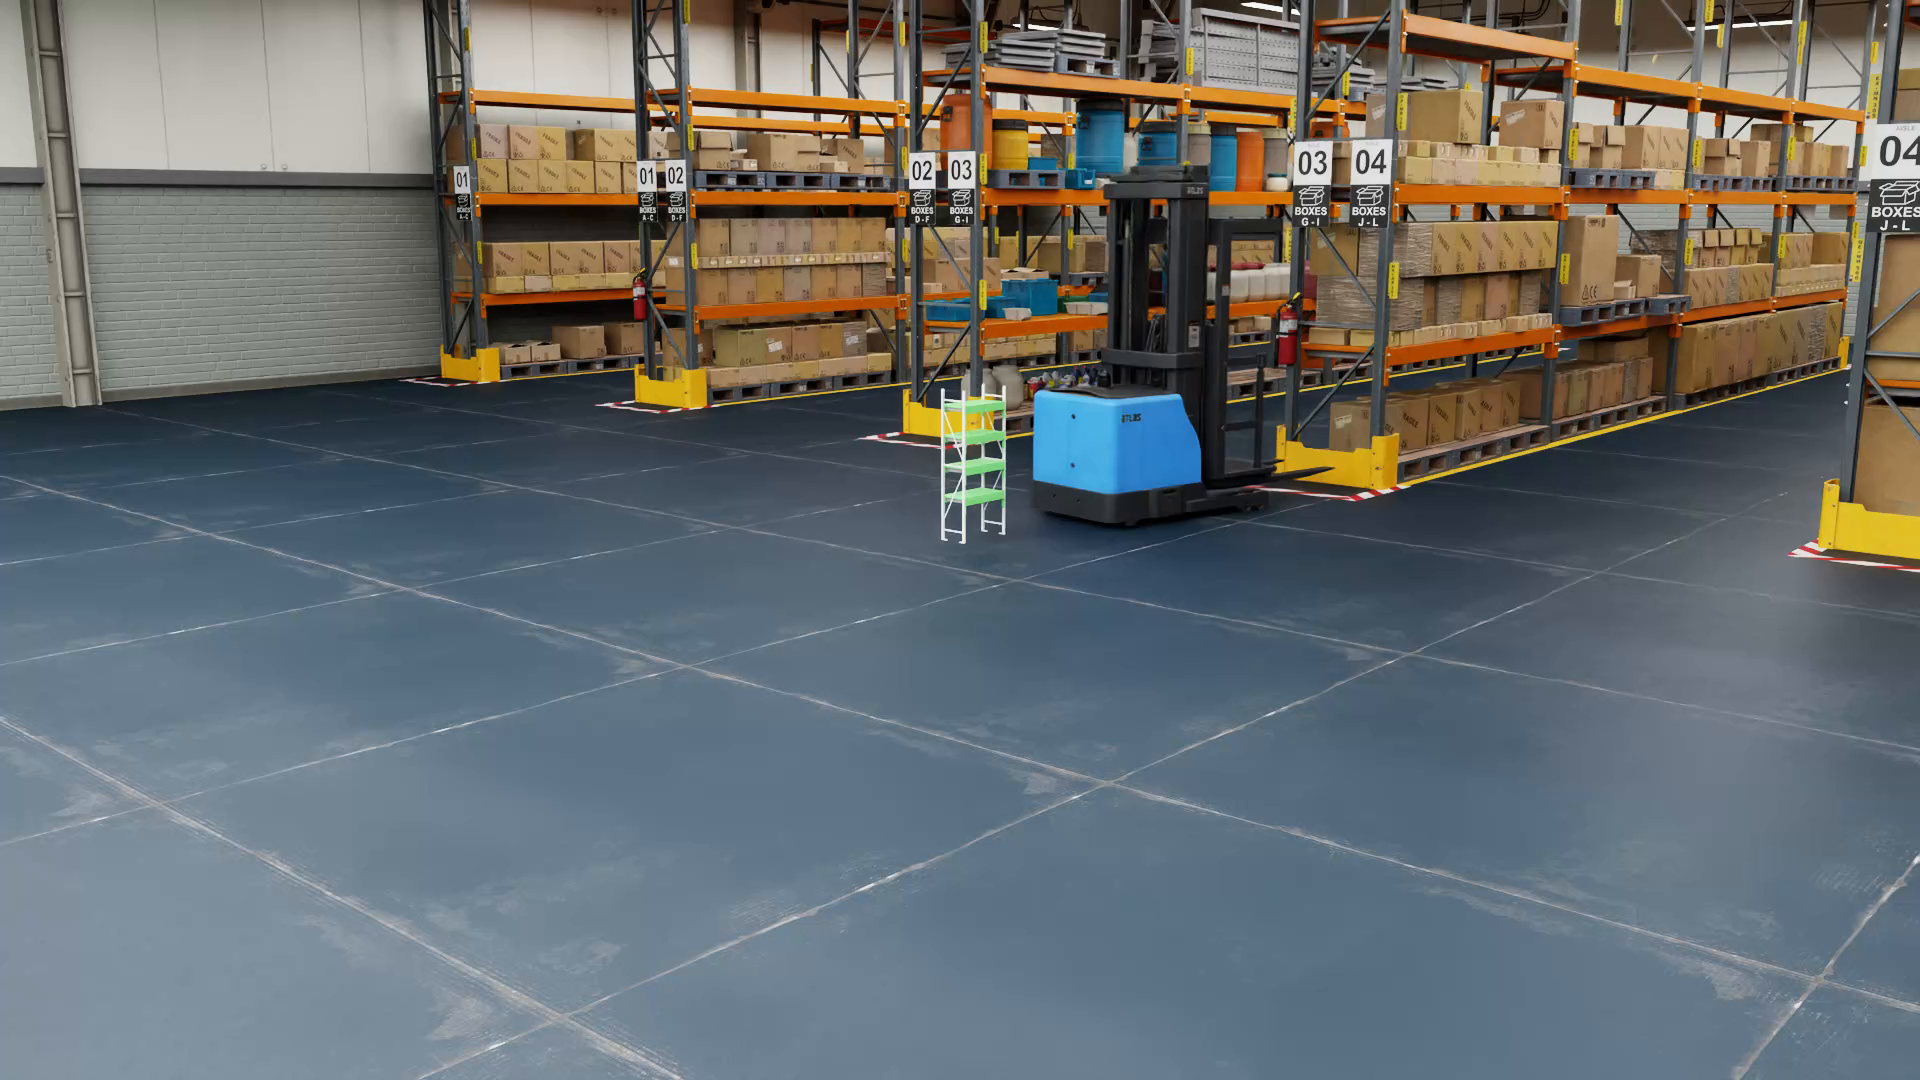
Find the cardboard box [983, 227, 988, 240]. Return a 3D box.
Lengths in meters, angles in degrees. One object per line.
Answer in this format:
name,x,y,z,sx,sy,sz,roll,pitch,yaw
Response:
cardboard box,0.208,-6.182,33.526,0.500,0.250,0.500,10,15,42

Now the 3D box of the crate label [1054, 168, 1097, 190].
crate label,1.329,-4.296,19.784,0.502,0.251,0.408,10,15,40

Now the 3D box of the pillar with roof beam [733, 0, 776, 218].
pillar with roof beam,-0.590,-7.429,27.432,9.100,9.000,0.548,10,15,40

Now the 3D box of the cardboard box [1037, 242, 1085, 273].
cardboard box,1.738,-4.846,28.486,0.700,0.500,0.500,4,12,21

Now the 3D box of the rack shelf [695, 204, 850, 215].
rack shelf,-3.636,-5.947,29.507,1.077,0.370,4.000,10,15,40

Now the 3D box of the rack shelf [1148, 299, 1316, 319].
rack shelf,3.805,-3.195,23.388,1.077,0.370,4.000,10,15,40

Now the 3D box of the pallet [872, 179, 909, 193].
pallet,-0.661,-5.404,25.437,0.805,0.209,1.217,9,14,38

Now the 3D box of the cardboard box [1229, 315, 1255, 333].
cardboard box,5.284,-4.341,32.535,0.797,0.503,0.637,10,15,40

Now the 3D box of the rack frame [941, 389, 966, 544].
rack frame,-0.052,-0.577,13.036,0.240,1.200,0.015,10,15,40

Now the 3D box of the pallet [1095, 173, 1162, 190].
pallet,2.082,-4.513,20.974,1.213,0.211,1.003,10,15,40

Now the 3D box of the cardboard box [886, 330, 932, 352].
cardboard box,-0.773,-3.056,25.370,0.500,0.311,0.500,10,15,41

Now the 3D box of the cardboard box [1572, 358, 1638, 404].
cardboard box,8.062,-2.008,20.863,0.700,0.500,0.500,8,14,36

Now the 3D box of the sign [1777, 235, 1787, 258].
sign,11.901,-4.251,24.081,0.100,0.325,0.005,10,15,40

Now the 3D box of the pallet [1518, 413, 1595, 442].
pallet,6.719,-1.361,19.486,1.003,0.211,1.213,10,15,40

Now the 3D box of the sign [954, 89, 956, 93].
sign,-0.076,-9.265,33.833,0.100,0.325,0.005,10,15,40

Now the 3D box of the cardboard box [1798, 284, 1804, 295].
cardboard box,12.620,-3.822,25.330,0.380,0.149,0.250,9,15,40

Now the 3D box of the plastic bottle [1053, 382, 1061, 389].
plastic bottle,1.232,-1.905,21.114,0.097,0.201,0.097,0,11,0

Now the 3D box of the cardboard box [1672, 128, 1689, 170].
cardboard box,8.719,-4.865,20.719,0.500,0.500,0.500,10,15,42

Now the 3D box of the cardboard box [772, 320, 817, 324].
cardboard box,-2.434,-2.945,24.333,0.500,0.500,0.500,10,15,40

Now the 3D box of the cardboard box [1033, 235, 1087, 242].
cardboard box,2.164,-6.263,36.142,0.980,0.700,0.700,10,15,40

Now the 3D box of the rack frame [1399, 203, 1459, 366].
rack frame,7.766,-4.431,27.737,1.000,3.000,0.127,10,15,40

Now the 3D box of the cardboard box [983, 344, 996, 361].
cardboard box,0.234,-3.006,26.552,0.500,0.250,0.500,10,15,41

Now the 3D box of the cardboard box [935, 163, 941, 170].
cardboard box,-0.459,-5.669,25.587,0.500,0.250,0.500,8,14,35

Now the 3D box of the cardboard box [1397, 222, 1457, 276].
cardboard box,4.468,-2.829,16.147,0.500,0.500,0.500,10,15,40

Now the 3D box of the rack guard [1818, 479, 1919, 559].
rack guard,7.209,-0.140,12.634,1.175,0.500,0.348,10,15,40

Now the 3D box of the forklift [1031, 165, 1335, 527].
forklift,2.084,-1.757,14.525,3.031,2.935,1.130,-9,14,-37

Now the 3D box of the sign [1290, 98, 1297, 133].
sign,3.162,-4.005,15.685,0.100,0.325,0.005,10,15,40

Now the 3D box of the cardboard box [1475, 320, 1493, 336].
cardboard box,5.283,-2.202,17.219,0.380,0.149,0.250,10,15,40

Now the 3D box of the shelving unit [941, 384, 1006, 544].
shelving unit,0.109,-0.613,13.216,0.258,1.200,0.503,10,15,40

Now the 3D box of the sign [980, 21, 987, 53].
sign,0.255,-5.433,17.971,0.100,0.325,0.005,10,15,40

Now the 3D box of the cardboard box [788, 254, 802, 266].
cardboard box,-2.437,-3.929,23.315,0.380,0.149,0.250,10,15,41

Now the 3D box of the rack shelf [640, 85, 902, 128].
rack shelf,-2.553,-5.994,23.102,1.077,0.370,4.000,10,15,40

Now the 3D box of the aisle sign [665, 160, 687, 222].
aisle sign,-3.687,-4.532,21.606,0.394,0.787,0.004,10,15,40

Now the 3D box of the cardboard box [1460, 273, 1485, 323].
cardboard box,4.890,-2.526,17.187,0.875,0.500,0.500,10,15,40

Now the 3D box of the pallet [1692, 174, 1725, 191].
pallet,9.231,-4.682,21.818,1.213,0.211,1.003,11,16,43

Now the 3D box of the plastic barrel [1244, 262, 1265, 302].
plastic barrel,4.051,-3.605,23.253,0.433,0.535,0.433,0,11,0

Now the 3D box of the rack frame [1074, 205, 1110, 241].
rack frame,2.965,-6.300,37.097,1.000,3.000,0.127,10,15,40

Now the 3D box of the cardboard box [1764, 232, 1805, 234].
cardboard box,13.277,-4.710,26.843,0.500,0.500,0.500,9,15,39

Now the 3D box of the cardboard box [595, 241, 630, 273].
cardboard box,-5.702,-4.582,26.913,0.500,0.500,0.500,9,15,39

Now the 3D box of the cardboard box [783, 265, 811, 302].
cardboard box,-2.536,-3.651,23.575,0.700,0.500,0.500,10,15,42

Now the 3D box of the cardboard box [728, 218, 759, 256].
cardboard box,-3.178,-4.145,22.736,0.700,0.500,0.500,9,15,39

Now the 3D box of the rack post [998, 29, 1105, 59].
rack post,1.100,-5.859,19.765,0.937,0.300,0.954,9,15,39

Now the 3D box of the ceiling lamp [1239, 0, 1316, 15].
ceiling lamp,5.524,-10.404,27.421,0.800,3.185,2.000,10,15,40

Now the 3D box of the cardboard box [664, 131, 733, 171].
cardboard box,-3.491,-5.187,22.169,0.637,0.503,0.797,-11,16,-44

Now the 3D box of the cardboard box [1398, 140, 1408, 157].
cardboard box,3.921,-3.629,15.427,0.380,0.149,0.250,10,15,40

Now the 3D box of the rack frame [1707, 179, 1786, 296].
rack frame,11.487,-3.791,24.531,1.000,3.000,0.127,10,15,40

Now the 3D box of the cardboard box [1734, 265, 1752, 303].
cardboard box,10.712,-3.586,23.251,0.500,0.500,0.500,10,15,40

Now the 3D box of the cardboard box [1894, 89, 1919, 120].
cardboard box,7.338,-3.275,12.589,0.500,0.250,0.500,10,15,41

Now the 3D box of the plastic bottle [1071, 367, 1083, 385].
plastic bottle,1.516,-2.078,21.596,0.144,0.351,0.185,9,14,38

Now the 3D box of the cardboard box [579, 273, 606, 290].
cardboard box,-6.028,-4.140,26.612,0.500,0.250,0.500,10,15,41

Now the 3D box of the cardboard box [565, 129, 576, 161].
cardboard box,-6.477,-6.288,26.518,0.500,0.500,0.500,10,15,40

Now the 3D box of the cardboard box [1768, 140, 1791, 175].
cardboard box,11.958,-5.688,24.792,0.700,0.500,0.500,9,14,37

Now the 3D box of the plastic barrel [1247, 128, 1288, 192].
plastic barrel,4.421,-5.466,23.984,0.600,0.901,0.600,0,11,0

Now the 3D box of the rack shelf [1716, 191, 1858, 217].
rack shelf,12.807,-5.203,25.781,1.077,0.370,4.000,10,15,40

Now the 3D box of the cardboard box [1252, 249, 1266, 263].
cardboard box,5.591,-5.385,32.258,0.500,0.500,0.500,9,15,40

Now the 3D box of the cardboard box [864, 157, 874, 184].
cardboard box,-2.045,-6.936,31.245,0.700,0.500,0.500,8,14,36

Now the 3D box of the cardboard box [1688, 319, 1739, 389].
cardboard box,9.912,-2.595,22.898,1.225,0.875,0.875,10,15,41

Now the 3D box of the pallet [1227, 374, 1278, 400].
pallet,3.780,-2.187,23.624,1.003,0.211,1.213,10,15,40

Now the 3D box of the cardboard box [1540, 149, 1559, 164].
cardboard box,6.208,-4.121,17.894,0.380,0.149,0.250,10,15,42
